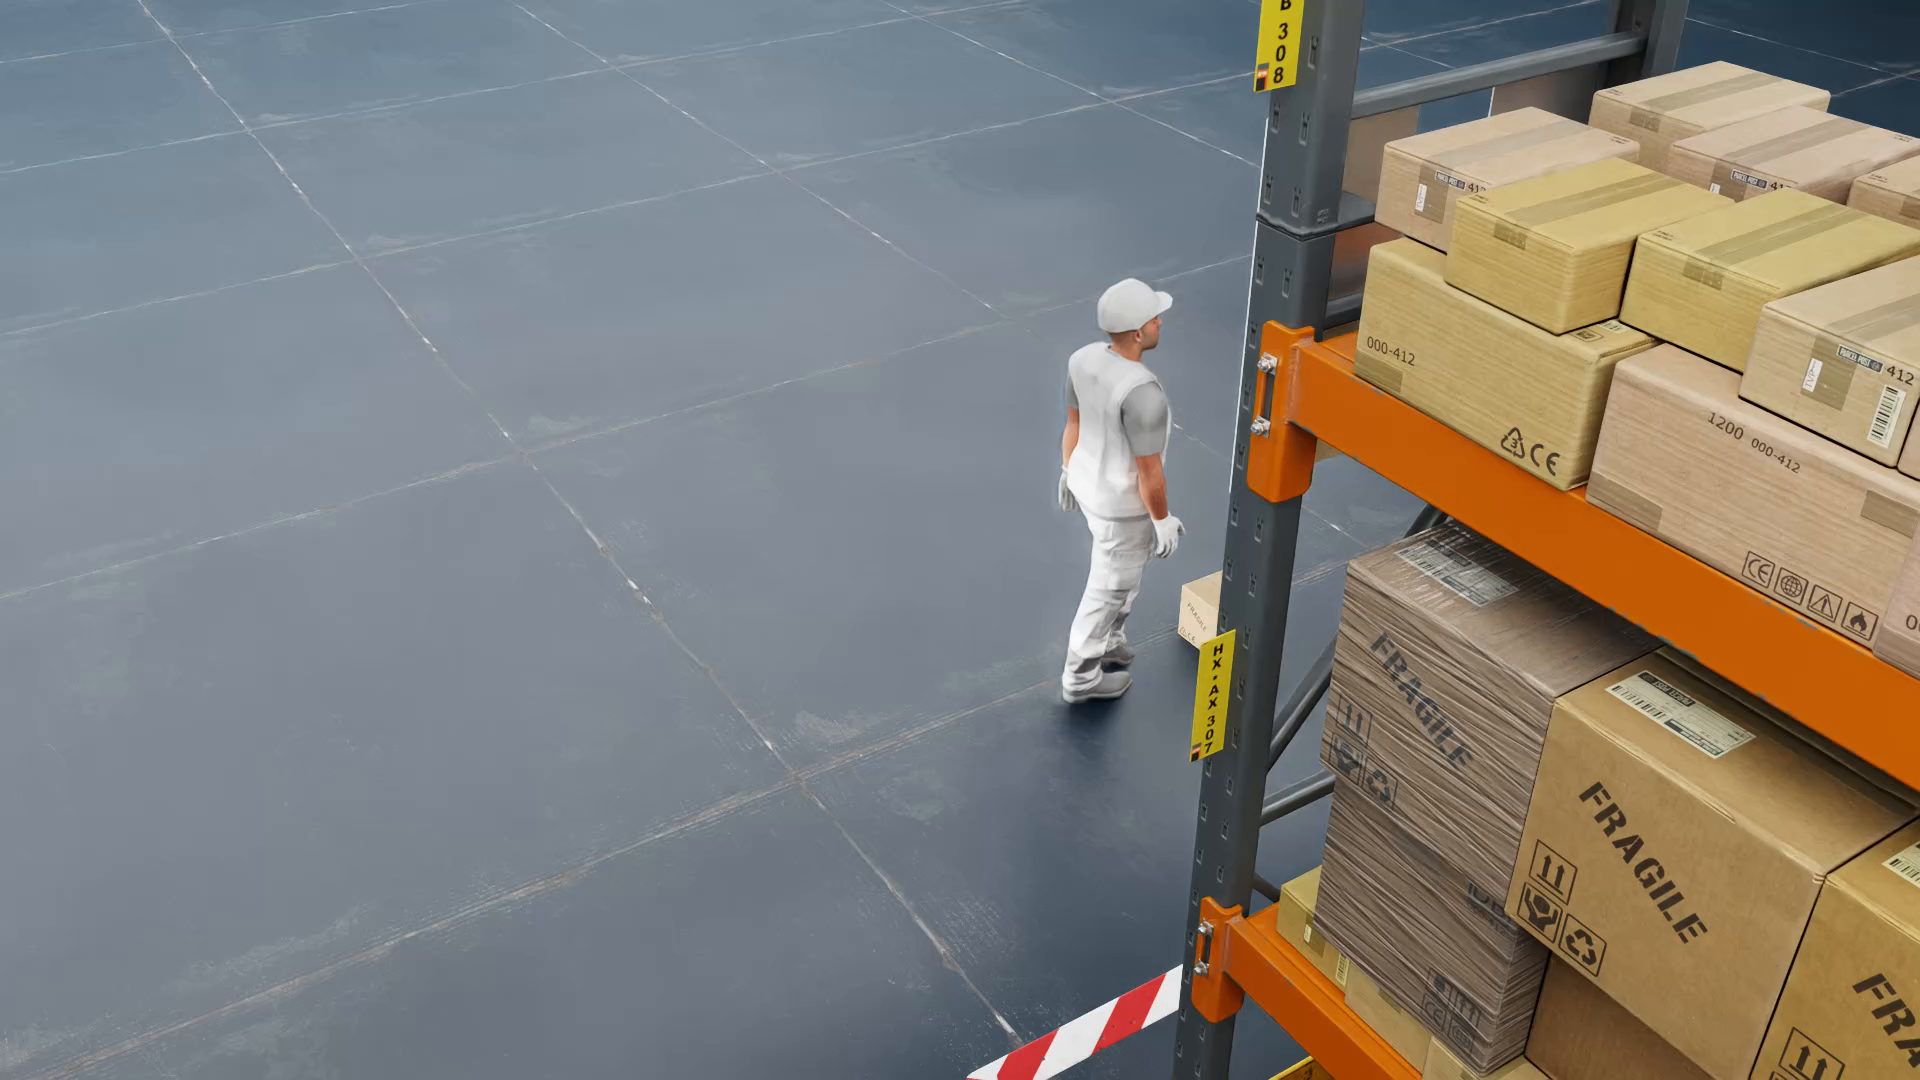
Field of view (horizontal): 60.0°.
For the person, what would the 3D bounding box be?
[{"bbox_3d":[0.618,-0.147,6.344,0.462,1.822,0.560,-12,34,-18],"label":"person"}]
